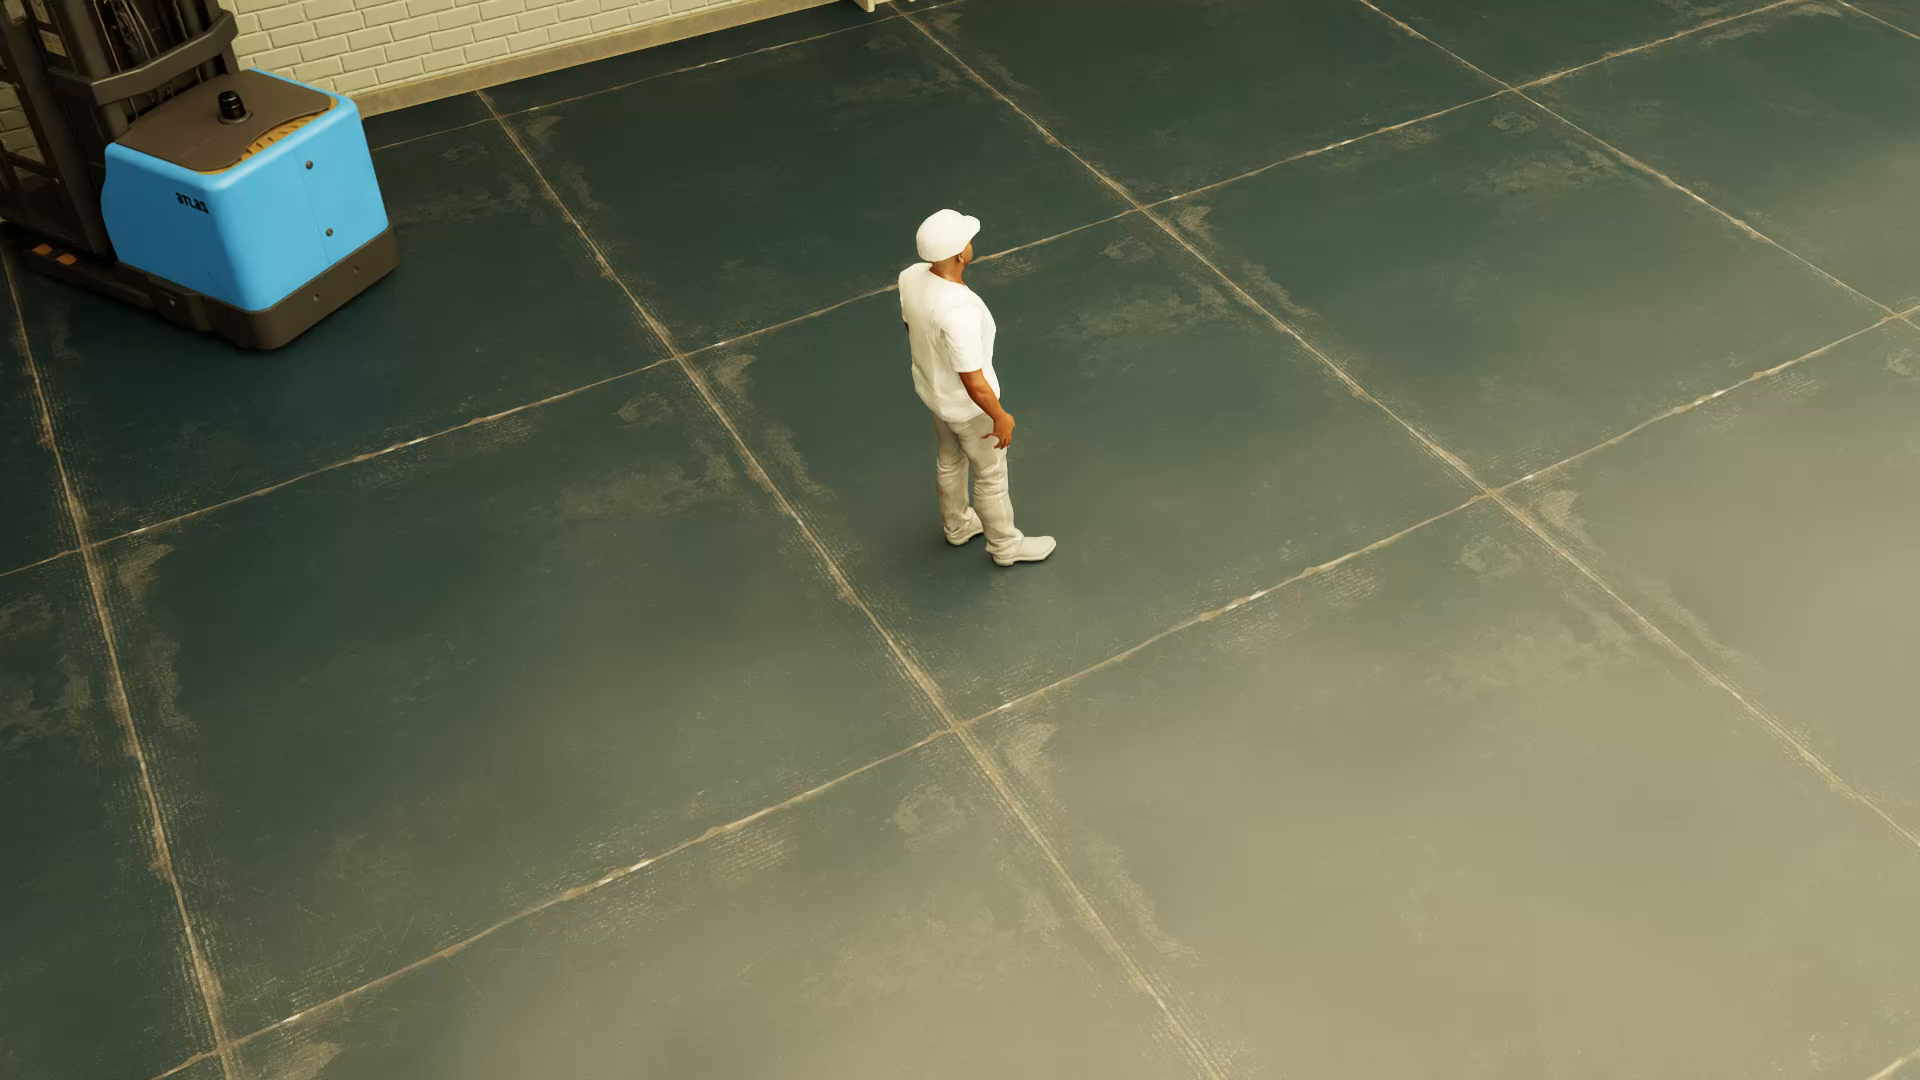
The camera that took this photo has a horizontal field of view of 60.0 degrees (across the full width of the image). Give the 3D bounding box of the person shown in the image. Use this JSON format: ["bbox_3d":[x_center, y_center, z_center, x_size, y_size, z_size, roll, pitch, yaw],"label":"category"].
[{"bbox_3d":[0.064,-0.673,7.270,0.575,1.768,0.665,-21,47,-21],"label":"person"}]

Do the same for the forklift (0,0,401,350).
[{"bbox_3d":[-4.717,-2.817,8.735,3.031,2.935,1.130,21,47,21],"label":"forklift"}]
